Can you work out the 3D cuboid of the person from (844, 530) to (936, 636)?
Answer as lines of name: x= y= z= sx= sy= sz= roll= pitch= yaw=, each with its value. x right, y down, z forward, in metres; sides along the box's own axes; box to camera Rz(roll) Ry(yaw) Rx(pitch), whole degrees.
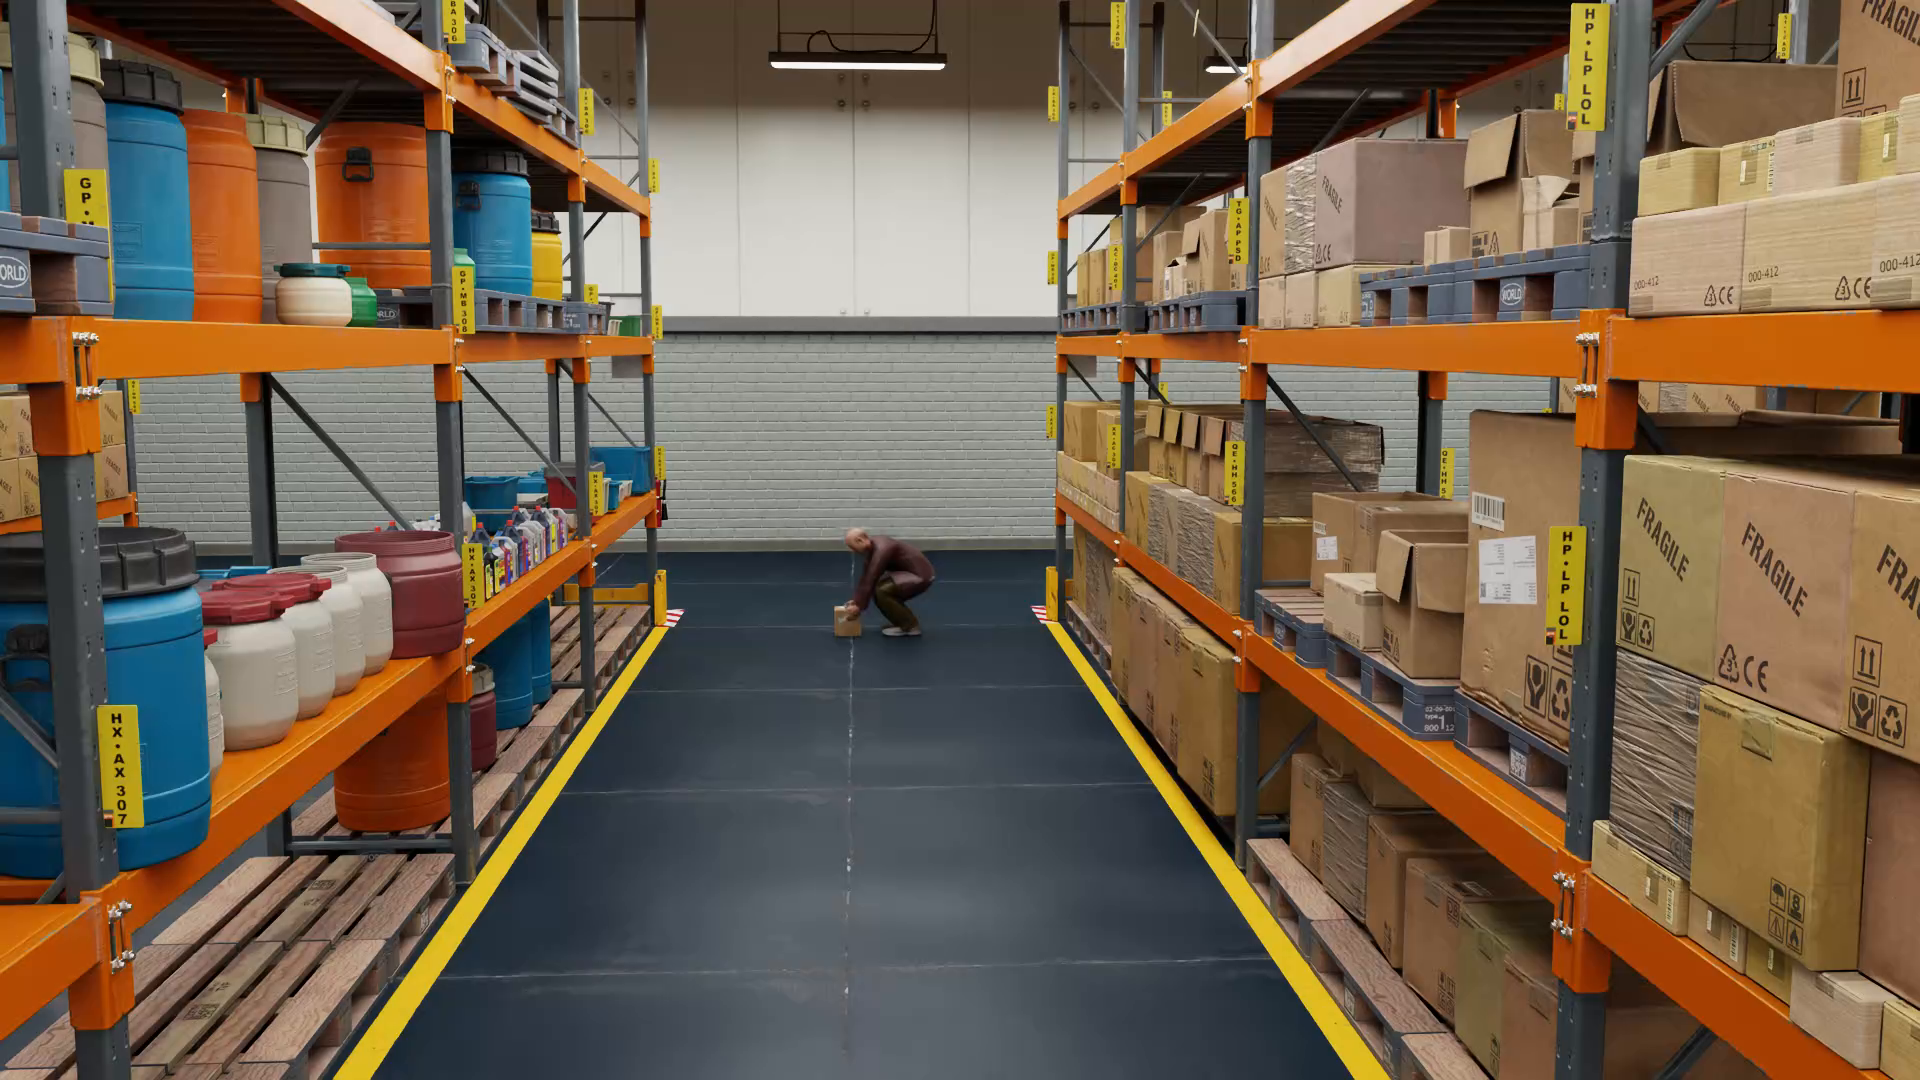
person: x=-0.676 y=0.435 z=15.756 sx=0.899 sy=0.926 sz=0.610 roll=0 pitch=7 yaw=-4
